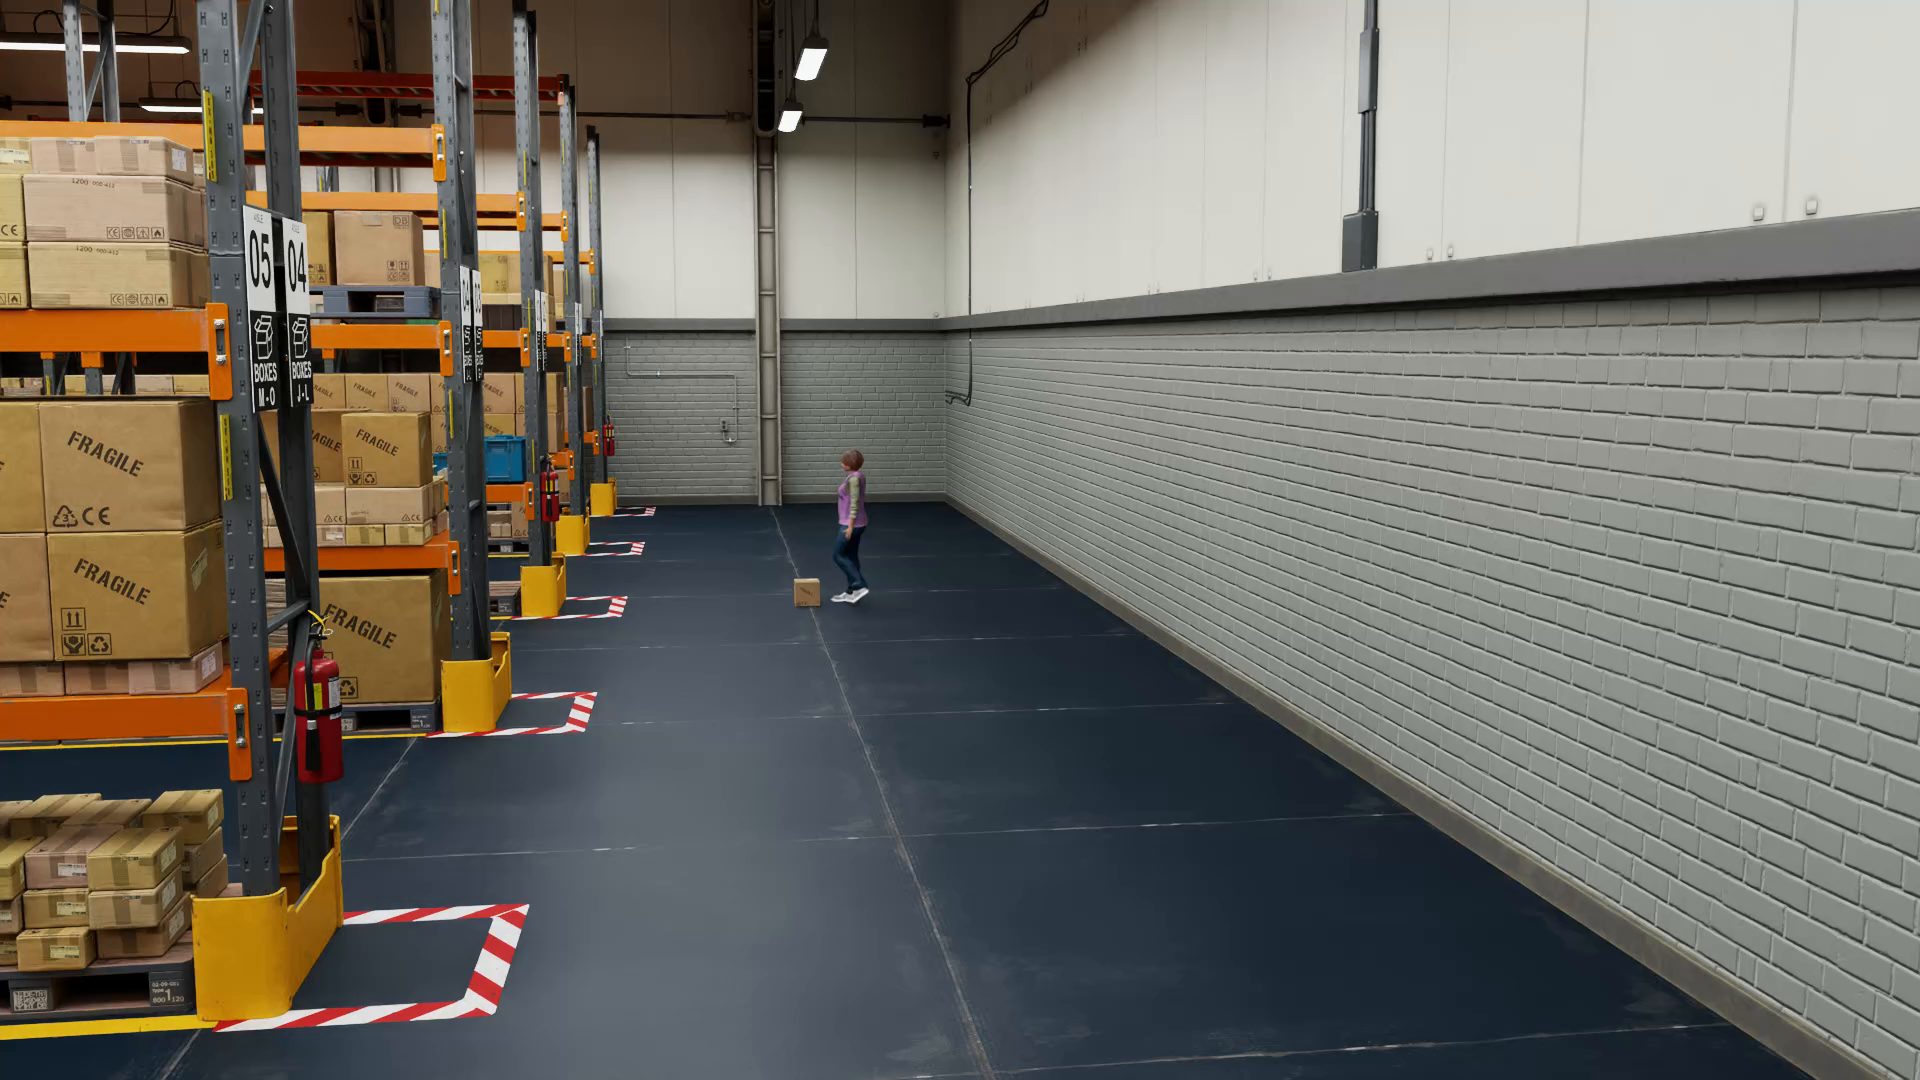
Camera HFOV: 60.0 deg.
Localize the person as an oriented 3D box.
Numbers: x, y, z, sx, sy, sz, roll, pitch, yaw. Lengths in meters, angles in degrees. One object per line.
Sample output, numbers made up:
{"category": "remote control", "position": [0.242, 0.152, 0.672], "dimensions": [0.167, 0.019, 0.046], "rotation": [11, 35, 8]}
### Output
{"category": "person", "position": [-3.294, -1.463, 21.609], "dimensions": [5.598, 3.193, 9.158], "rotation": [1, 7, 5]}
